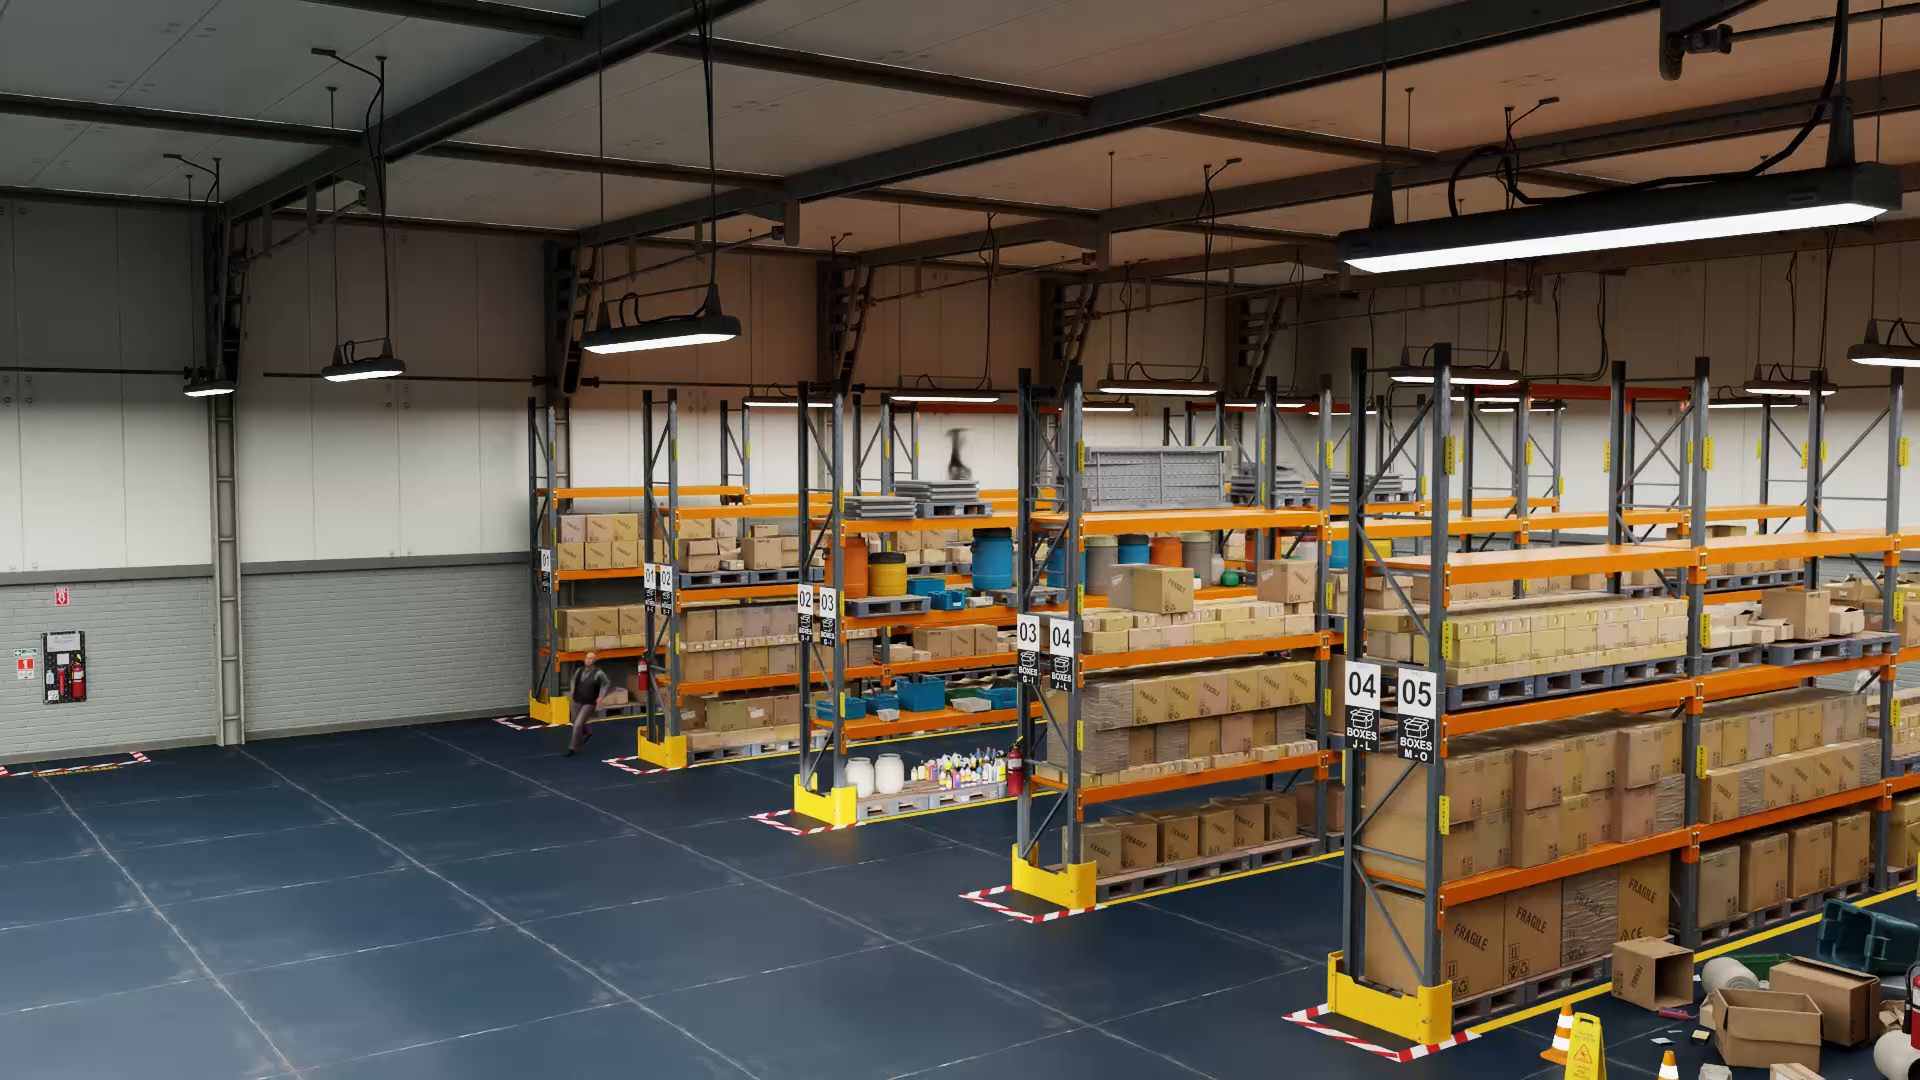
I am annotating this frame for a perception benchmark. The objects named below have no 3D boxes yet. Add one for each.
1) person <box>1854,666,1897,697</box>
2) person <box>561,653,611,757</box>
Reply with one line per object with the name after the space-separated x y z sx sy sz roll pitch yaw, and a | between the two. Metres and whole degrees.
15.172 2.744 27.591 0.602 1.639 0.645 2 4 36 | person
-6.156 2.698 27.448 0.714 1.677 0.904 1 4 22 | person
